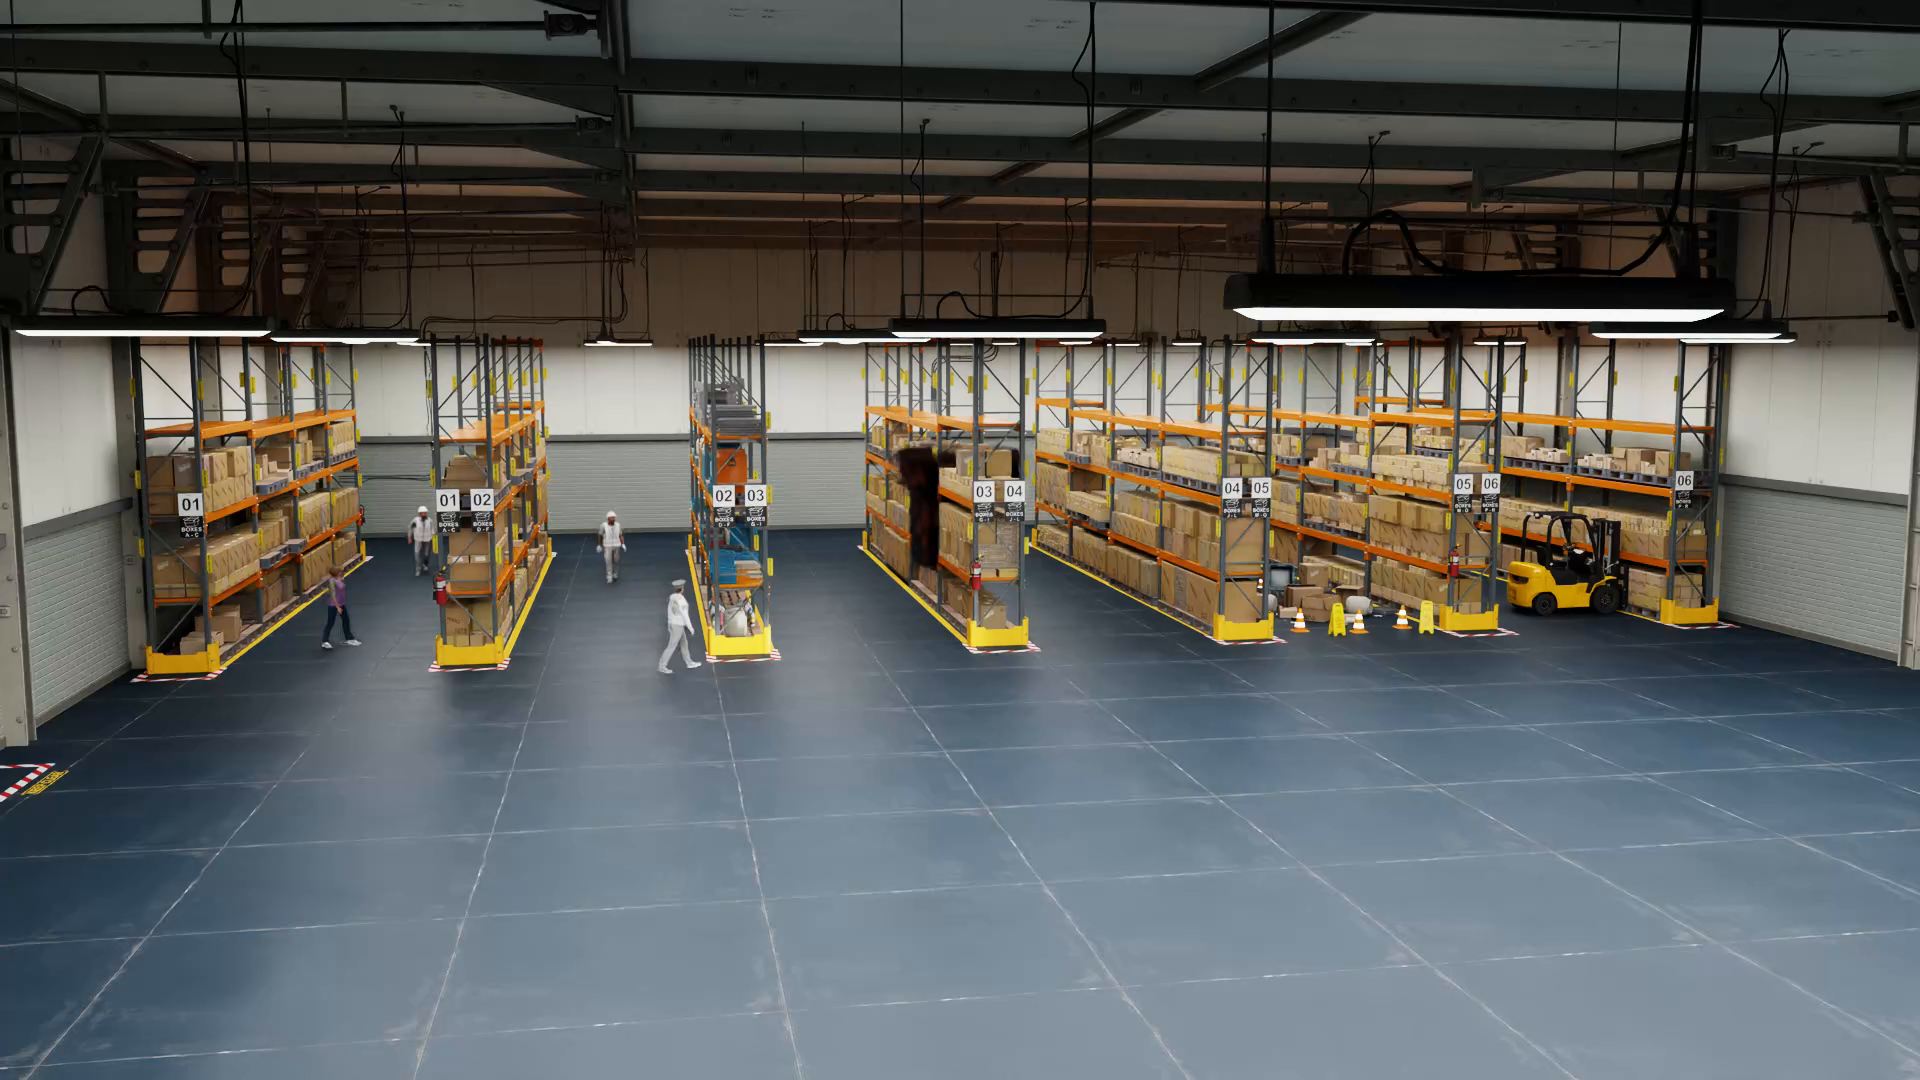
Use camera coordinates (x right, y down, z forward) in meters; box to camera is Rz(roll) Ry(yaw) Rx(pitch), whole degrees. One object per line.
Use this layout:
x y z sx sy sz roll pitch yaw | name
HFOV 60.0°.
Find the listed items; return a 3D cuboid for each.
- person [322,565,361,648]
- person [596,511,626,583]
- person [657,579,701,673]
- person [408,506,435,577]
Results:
-11.969 1.271 32.022 0.574 1.597 0.583 1 7 13 | person
-8.597 0.161 40.986 0.713 1.738 1.049 -2 7 -14 | person
-4.997 1.520 29.575 0.863 1.633 0.552 -3 7 -22 | person
-13.741 0.008 42.490 0.711 1.749 0.992 -1 7 -11 | person
